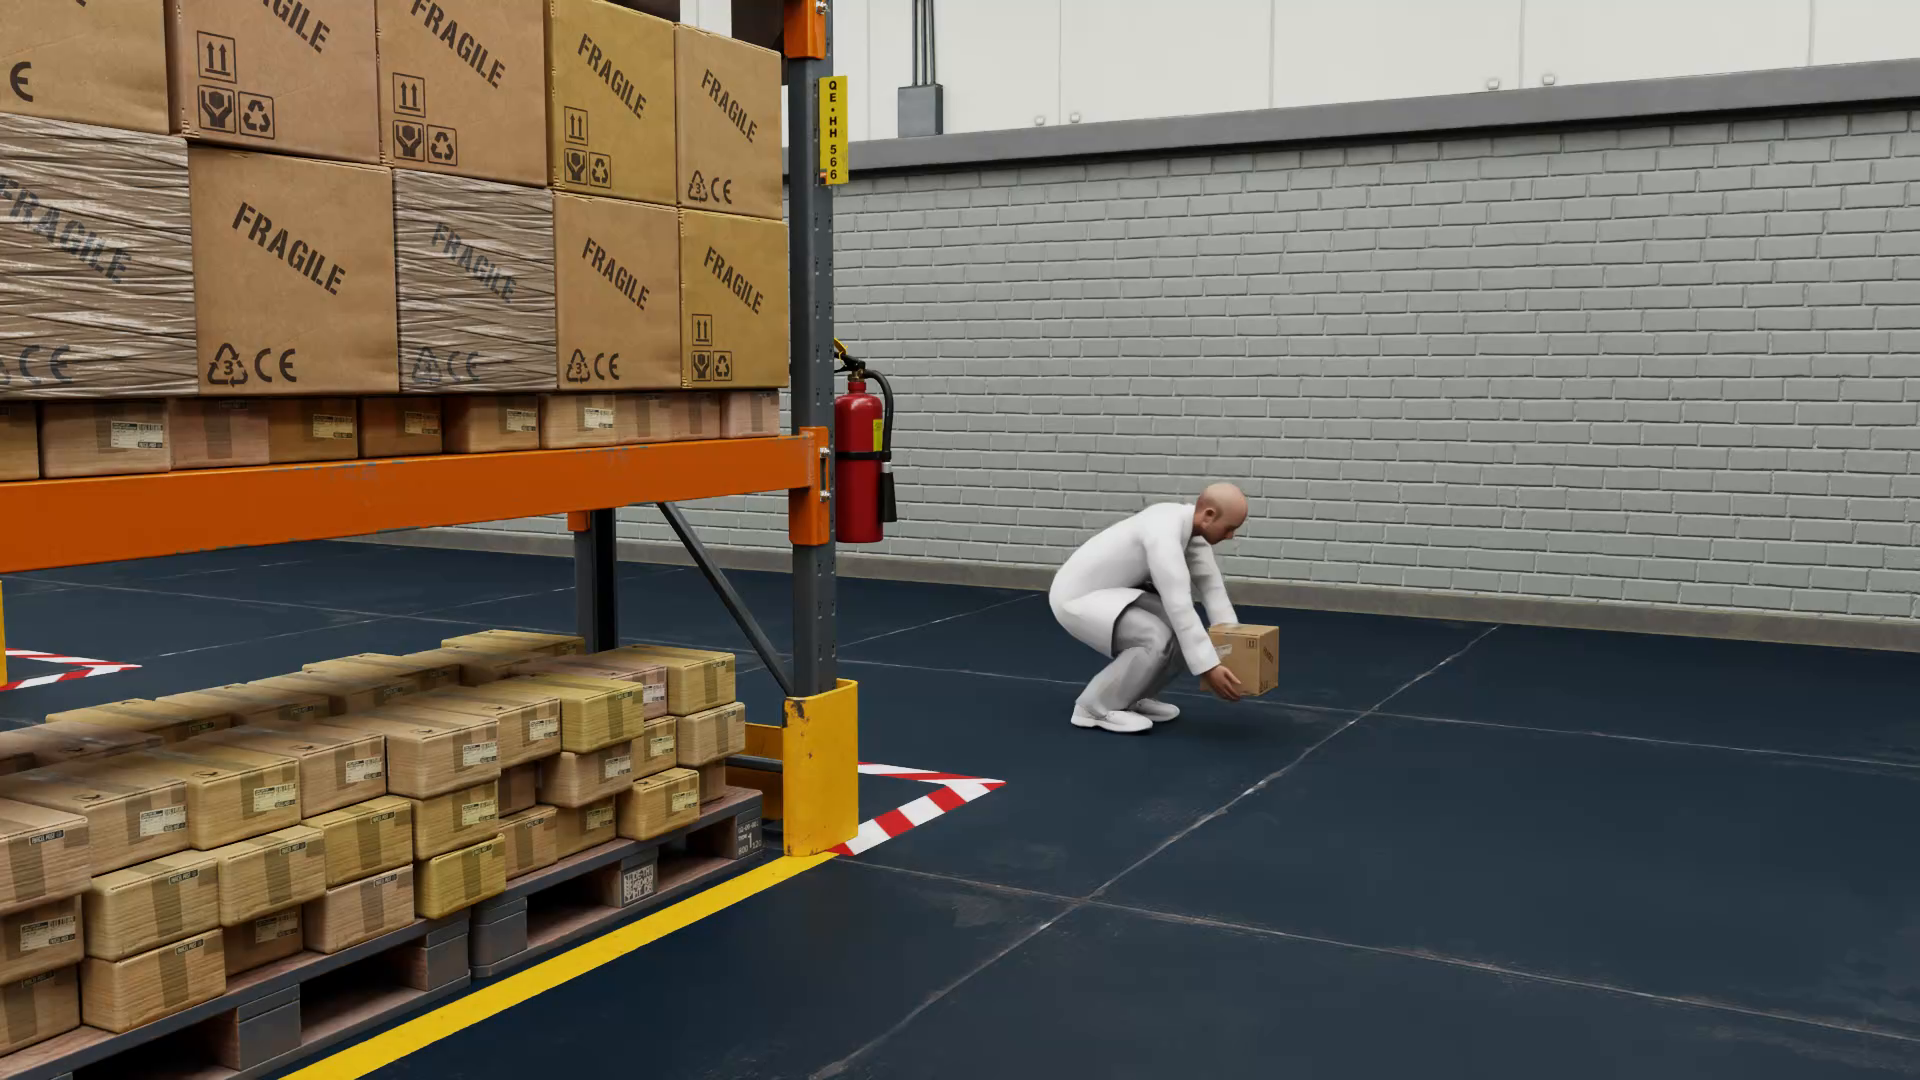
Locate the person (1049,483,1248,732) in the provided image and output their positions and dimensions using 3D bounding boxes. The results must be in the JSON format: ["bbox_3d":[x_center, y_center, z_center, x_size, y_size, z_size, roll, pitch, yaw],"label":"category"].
[{"bbox_3d":[0.818,0.308,7.021,0.899,0.973,0.611,3,7,28],"label":"person"}]
